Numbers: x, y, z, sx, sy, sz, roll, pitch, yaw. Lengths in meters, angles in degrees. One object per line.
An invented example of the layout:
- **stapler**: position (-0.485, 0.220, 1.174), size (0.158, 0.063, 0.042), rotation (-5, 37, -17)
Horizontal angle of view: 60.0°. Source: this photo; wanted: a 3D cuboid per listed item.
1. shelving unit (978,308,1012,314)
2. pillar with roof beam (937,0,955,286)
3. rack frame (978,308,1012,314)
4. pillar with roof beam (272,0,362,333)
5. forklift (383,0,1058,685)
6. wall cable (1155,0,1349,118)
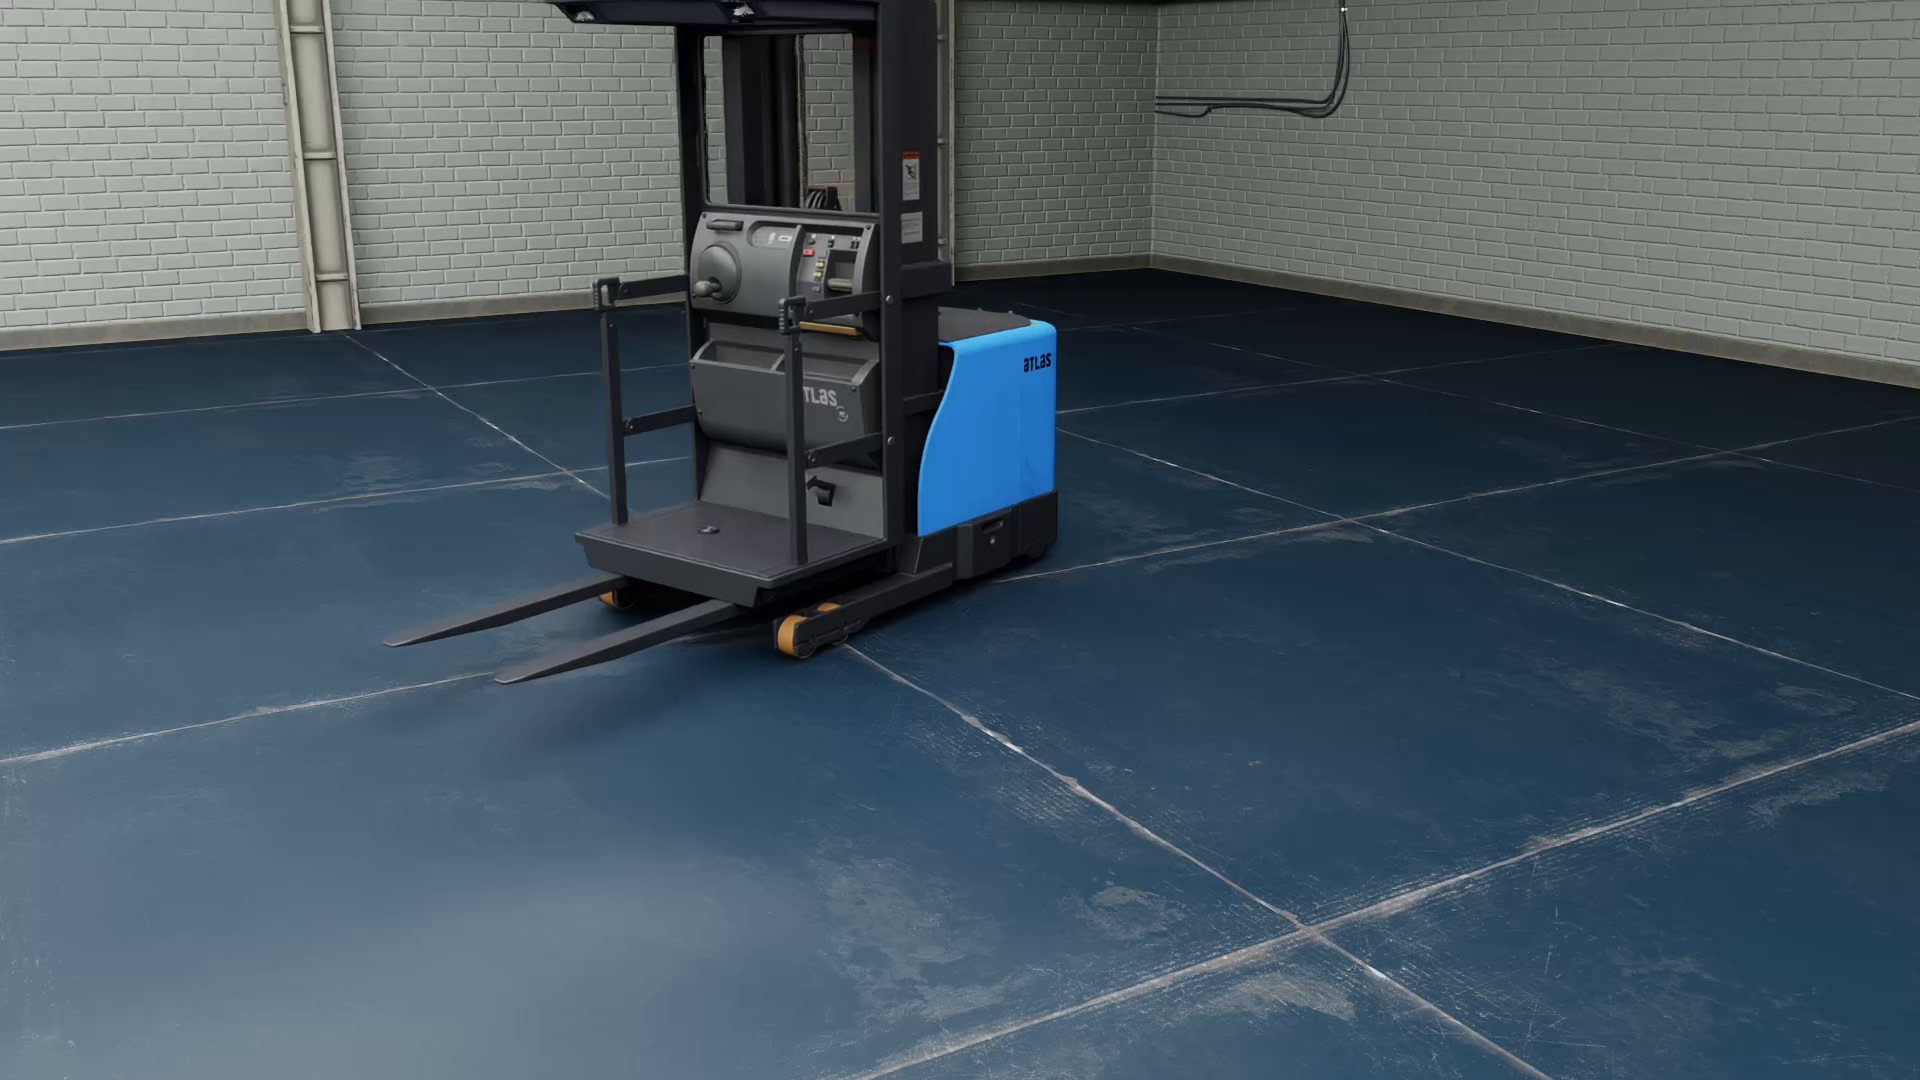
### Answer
- **shelving unit**: position (0.094, -0.571, 8.002), size (0.215, 1.050, 0.252), rotation (11, 19, 35)
- **pillar with roof beam**: position (1.917, -6.011, 12.681), size (0.400, 9.000, 9.100), rotation (-9, 18, -30)
- **rack frame**: position (0.167, -0.597, 8.096), size (0.200, 1.050, 0.008), rotation (11, 19, 35)
- **pillar with roof beam**: position (-3.226, -5.177, 9.706), size (0.400, 9.000, 9.100), rotation (-9, 18, -30)
- **forklift**: position (-0.841, -1.110, 6.440), size (1.130, 2.935, 3.031), rotation (11, 19, 35)
- **wall cable**: position (2.906, -5.615, 17.023), size (0.112, 2.526, 3.097), rotation (-9, 18, -30)
